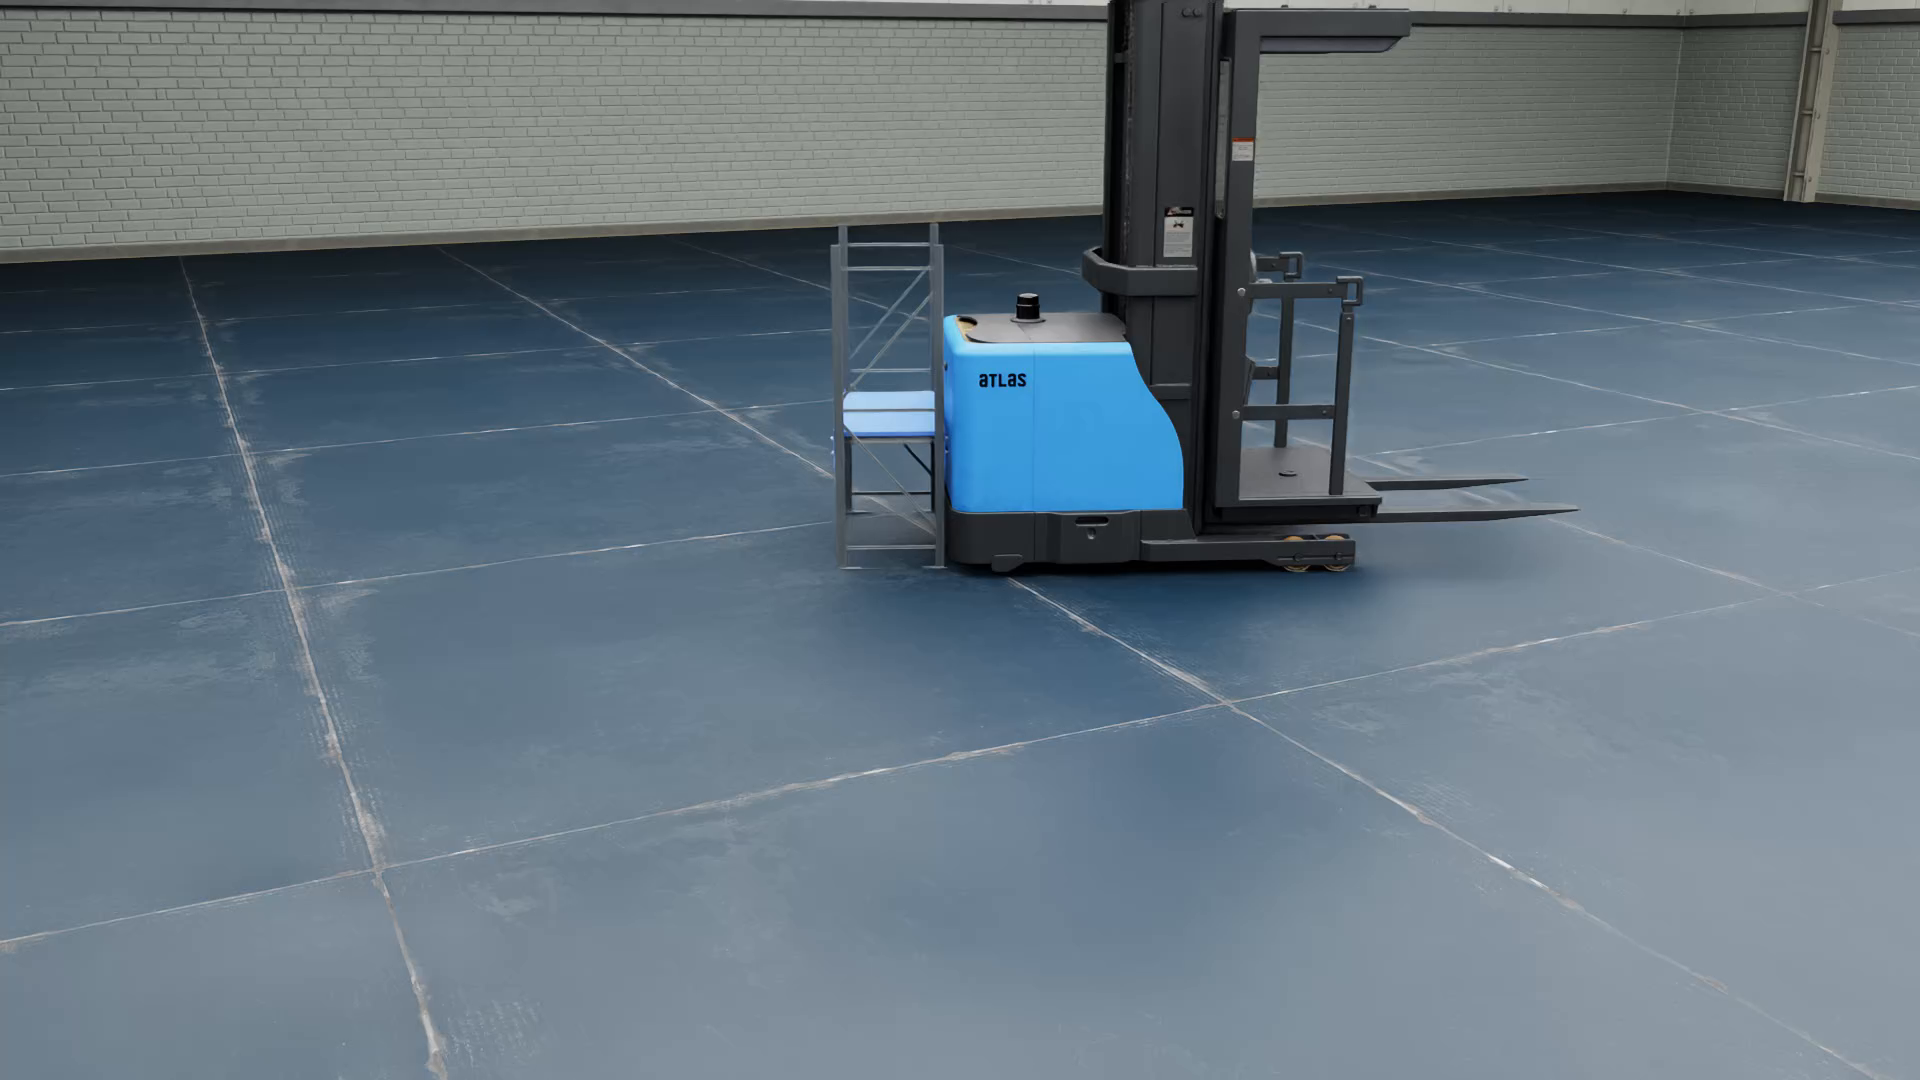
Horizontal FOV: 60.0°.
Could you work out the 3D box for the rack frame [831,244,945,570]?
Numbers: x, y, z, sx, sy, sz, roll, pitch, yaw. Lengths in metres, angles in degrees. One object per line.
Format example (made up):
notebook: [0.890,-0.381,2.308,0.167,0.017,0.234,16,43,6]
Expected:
rack frame: [-0.323,-0.586,7.574,0.500,1.500,0.032,-1,16,-2]

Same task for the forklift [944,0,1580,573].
forklift: [1.433,-1.403,7.824,3.031,2.935,1.130,-1,16,-4]

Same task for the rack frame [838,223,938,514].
rack frame: [-0.359,-0.866,8.551,0.500,1.500,0.032,-1,16,-2]

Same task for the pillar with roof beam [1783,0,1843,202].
pillar with roof beam: [10.487,-9.602,25.395,9.100,9.000,0.400,-8,18,-25]

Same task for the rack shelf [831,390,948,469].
rack shelf: [-0.341,-0.553,8.112,0.538,0.185,1.000,-1,16,-2]

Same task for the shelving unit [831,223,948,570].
shelving unit: [-0.341,-0.726,8.062,0.538,1.500,1.048,-1,16,-2]
